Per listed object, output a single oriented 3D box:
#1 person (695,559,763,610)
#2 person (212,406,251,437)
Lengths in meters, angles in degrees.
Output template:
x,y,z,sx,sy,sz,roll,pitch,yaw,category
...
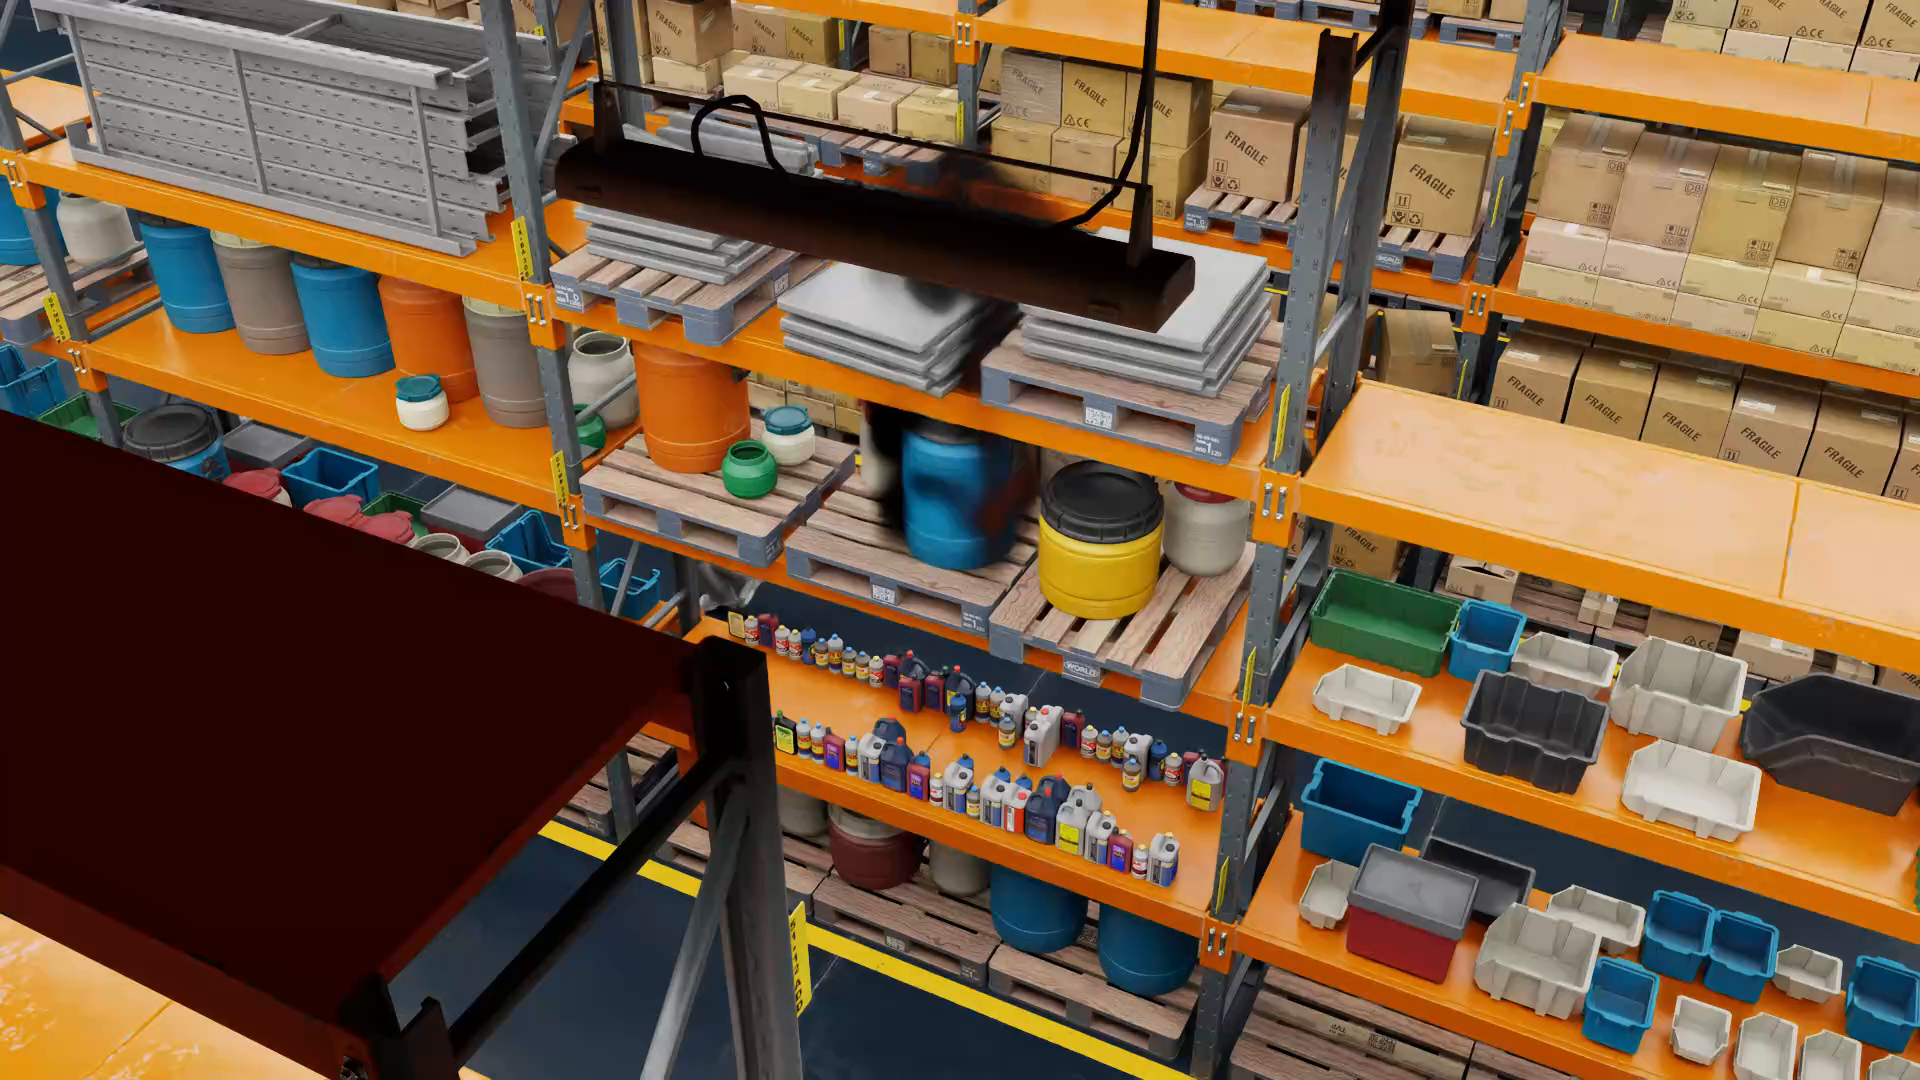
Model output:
x,y,z,sx,sy,sz,roll,pitch,yaw,category
-1.829,-0.155,12.612,0.649,1.733,0.705,7,36,9,person
-6.036,-1.072,13.919,0.961,1.704,0.652,9,36,12,person
